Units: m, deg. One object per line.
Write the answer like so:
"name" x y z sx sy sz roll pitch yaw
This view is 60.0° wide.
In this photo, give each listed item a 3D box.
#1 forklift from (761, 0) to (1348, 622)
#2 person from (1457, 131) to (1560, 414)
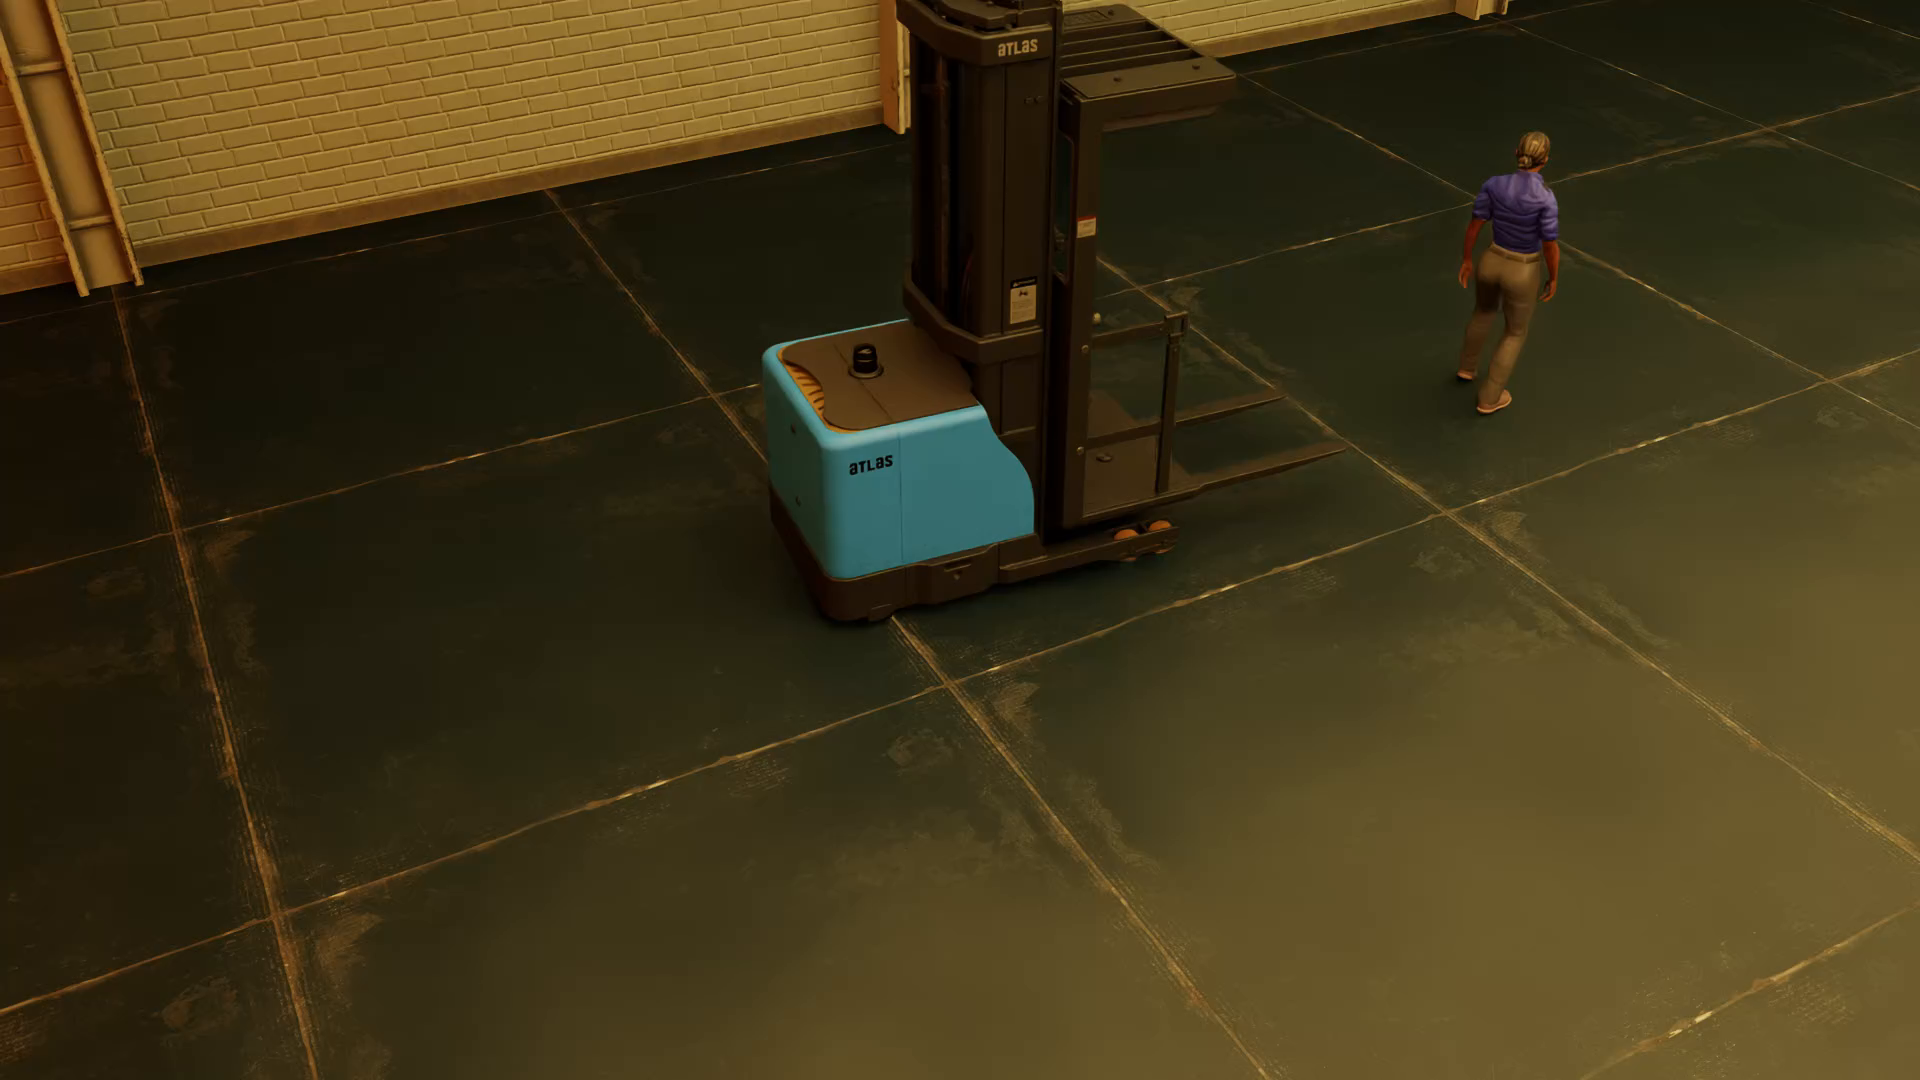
"forklift" 0.577 -1.351 8.034 3.031 2.935 1.130 -14 38 -19
"person" 3.135 -1.517 9.441 0.502 1.702 0.553 -30 45 -35
